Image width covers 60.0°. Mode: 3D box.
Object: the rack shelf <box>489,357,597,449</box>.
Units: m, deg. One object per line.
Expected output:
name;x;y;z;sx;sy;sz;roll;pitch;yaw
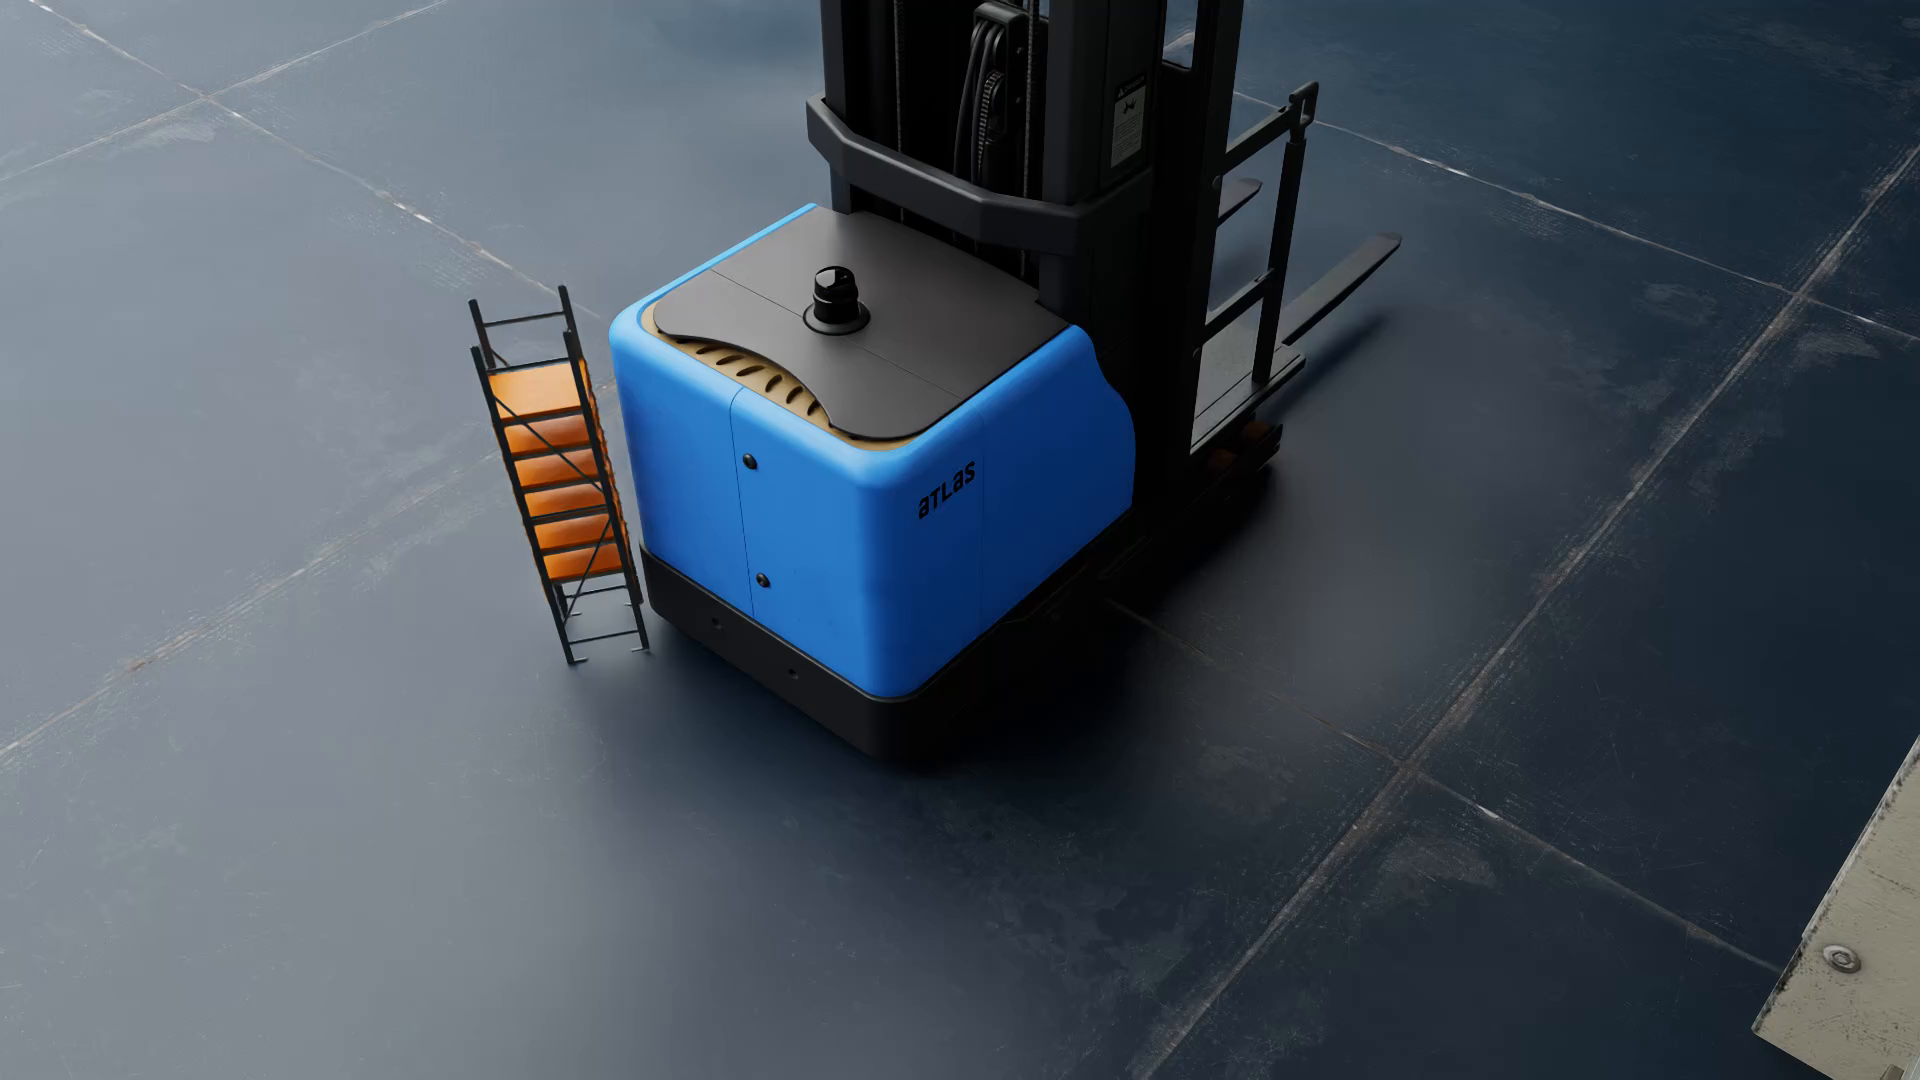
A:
rack shelf;-1.070;-0.353;4.263;0.258;0.103;0.180;-10;47;-8

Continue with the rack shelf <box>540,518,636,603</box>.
rack shelf;-1.056;0.057;4.700;0.258;0.103;0.180;-10;47;-8

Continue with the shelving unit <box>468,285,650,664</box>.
shelving unit;-1.062;-0.137;4.493;0.258;1.200;0.189;-10;47;-8

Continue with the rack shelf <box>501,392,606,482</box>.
rack shelf;-1.067;-0.271;4.350;0.258;0.103;0.180;-10;47;-8

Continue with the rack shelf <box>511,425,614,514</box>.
rack shelf;-1.064;-0.189;4.438;0.258;0.103;0.180;-10;47;-8

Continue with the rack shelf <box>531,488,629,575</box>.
rack shelf;-1.059;-0.025;4.613;0.258;0.103;0.180;-10;47;-8

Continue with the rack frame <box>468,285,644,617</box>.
rack frame;-1.083;-0.202;4.554;0.240;1.200;0.006;-10;47;-8

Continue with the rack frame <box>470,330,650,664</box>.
rack frame;-1.042;-0.072;4.432;0.240;1.200;0.006;-10;47;-8

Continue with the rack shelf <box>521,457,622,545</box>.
rack shelf;-1.061;-0.107;4.525;0.258;0.103;0.180;-10;47;-8

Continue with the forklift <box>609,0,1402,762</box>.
forklift;0.406;-1.409;4.620;1.130;2.935;3.031;30;50;28
